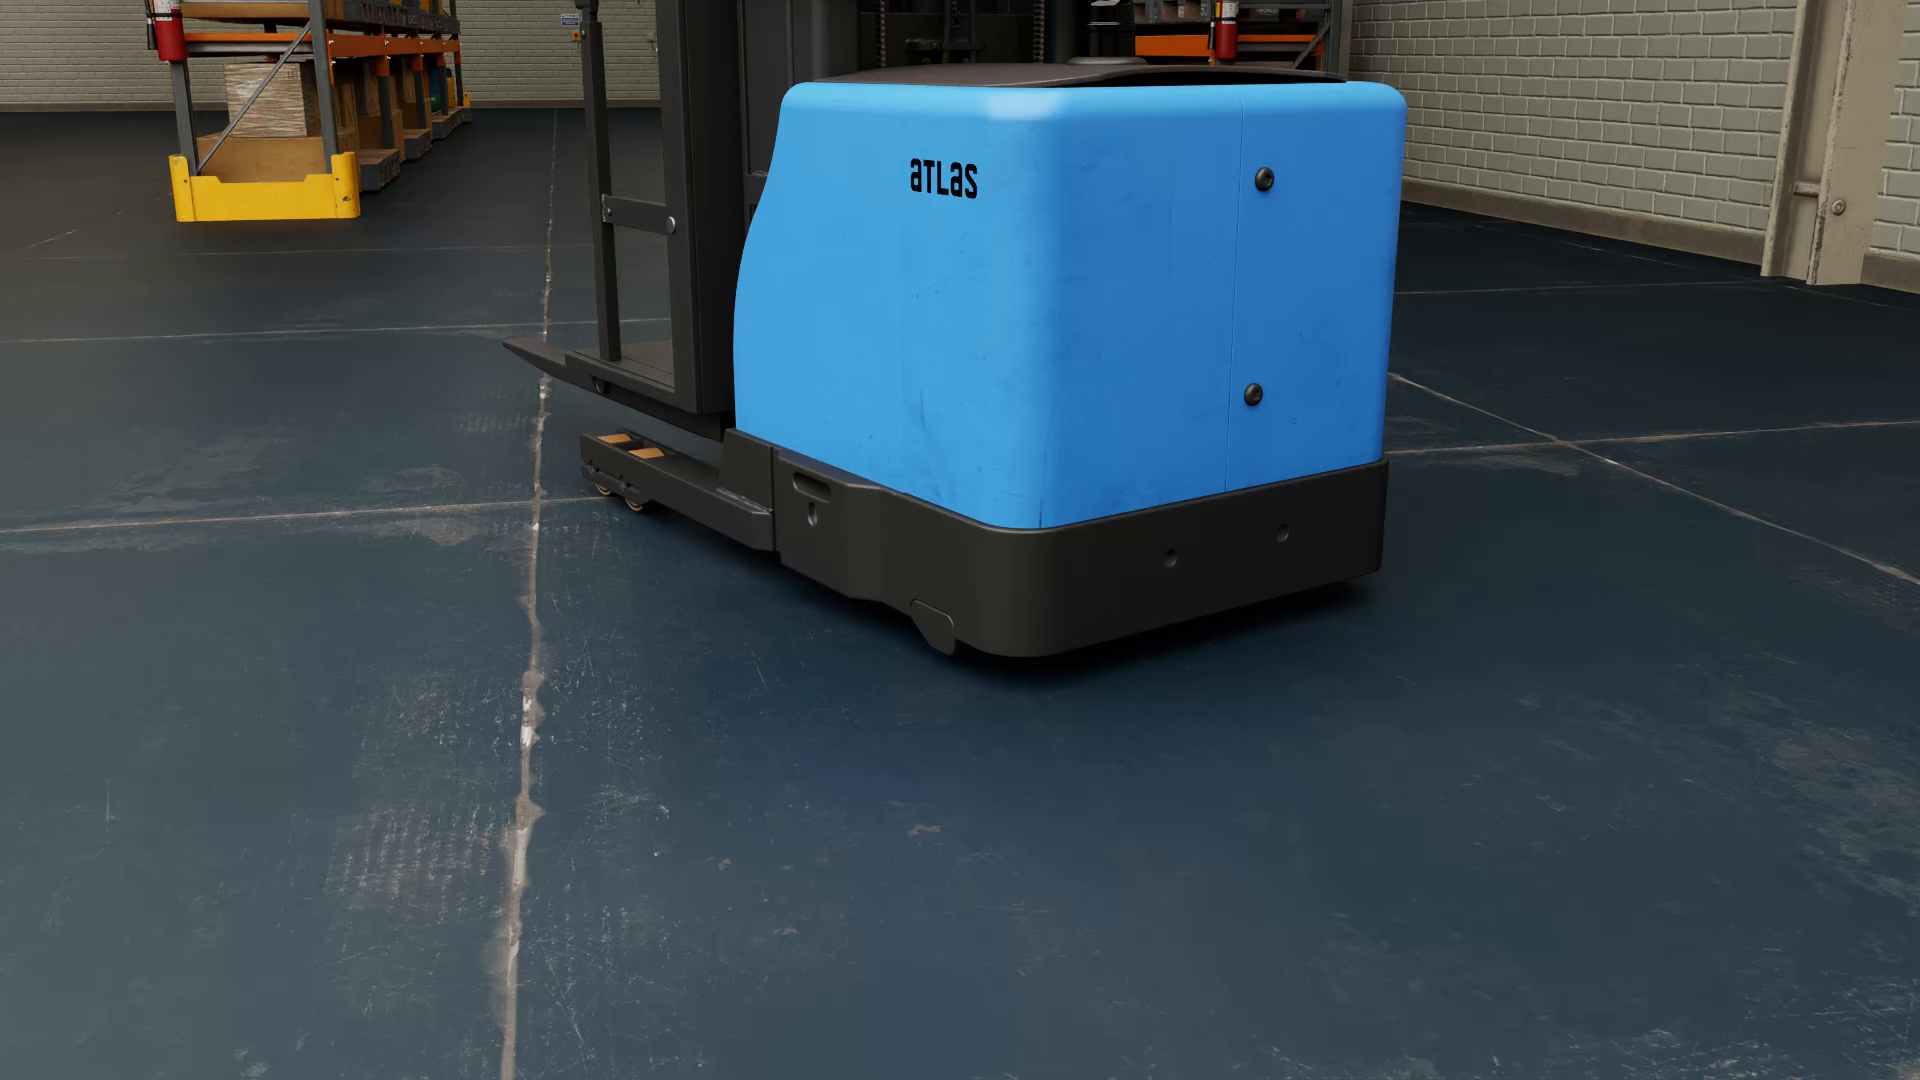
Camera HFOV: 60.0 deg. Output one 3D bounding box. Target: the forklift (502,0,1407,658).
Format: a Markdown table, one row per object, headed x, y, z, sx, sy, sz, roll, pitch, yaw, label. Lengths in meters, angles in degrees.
| x | y | z | sx | sy | sz | roll | pitch | yaw | label |
| --- | --- | --- | --- | --- | --- | --- | --- | --- | --- |
| -0.350 | -1.547 | 4.075 | 1.130 | 2.935 | 3.031 | -11 | 20 | -34 | forklift |
